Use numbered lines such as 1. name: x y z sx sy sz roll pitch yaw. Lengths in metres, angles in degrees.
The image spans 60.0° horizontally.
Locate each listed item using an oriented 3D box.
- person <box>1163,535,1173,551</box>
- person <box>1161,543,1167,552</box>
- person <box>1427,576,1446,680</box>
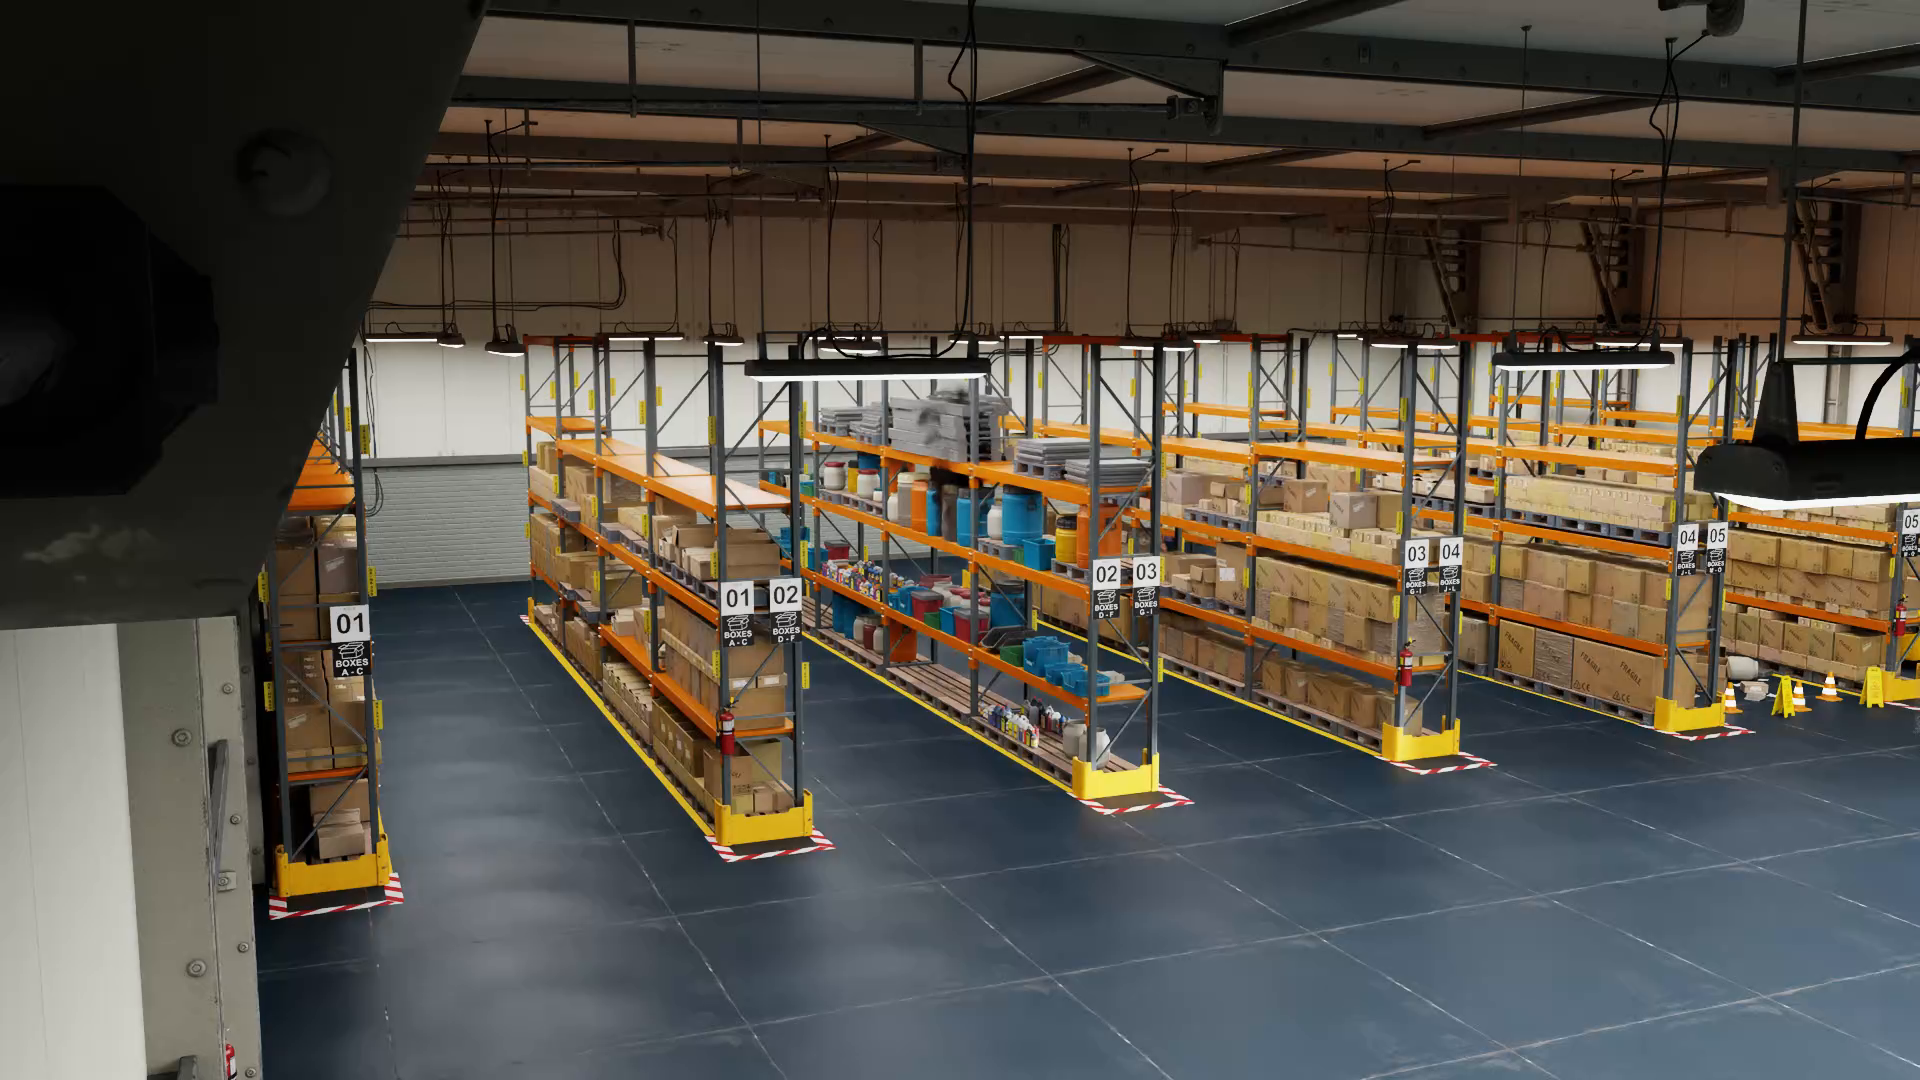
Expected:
1. person: 5.183 0.002 41.683 0.687 1.566 0.525 -4 9 -29
2. person: 4.168 0.933 34.250 0.643 1.784 0.797 -3 8 -20
3. person: 8.229 1.521 29.443 0.710 1.781 1.049 -4 9 -28
